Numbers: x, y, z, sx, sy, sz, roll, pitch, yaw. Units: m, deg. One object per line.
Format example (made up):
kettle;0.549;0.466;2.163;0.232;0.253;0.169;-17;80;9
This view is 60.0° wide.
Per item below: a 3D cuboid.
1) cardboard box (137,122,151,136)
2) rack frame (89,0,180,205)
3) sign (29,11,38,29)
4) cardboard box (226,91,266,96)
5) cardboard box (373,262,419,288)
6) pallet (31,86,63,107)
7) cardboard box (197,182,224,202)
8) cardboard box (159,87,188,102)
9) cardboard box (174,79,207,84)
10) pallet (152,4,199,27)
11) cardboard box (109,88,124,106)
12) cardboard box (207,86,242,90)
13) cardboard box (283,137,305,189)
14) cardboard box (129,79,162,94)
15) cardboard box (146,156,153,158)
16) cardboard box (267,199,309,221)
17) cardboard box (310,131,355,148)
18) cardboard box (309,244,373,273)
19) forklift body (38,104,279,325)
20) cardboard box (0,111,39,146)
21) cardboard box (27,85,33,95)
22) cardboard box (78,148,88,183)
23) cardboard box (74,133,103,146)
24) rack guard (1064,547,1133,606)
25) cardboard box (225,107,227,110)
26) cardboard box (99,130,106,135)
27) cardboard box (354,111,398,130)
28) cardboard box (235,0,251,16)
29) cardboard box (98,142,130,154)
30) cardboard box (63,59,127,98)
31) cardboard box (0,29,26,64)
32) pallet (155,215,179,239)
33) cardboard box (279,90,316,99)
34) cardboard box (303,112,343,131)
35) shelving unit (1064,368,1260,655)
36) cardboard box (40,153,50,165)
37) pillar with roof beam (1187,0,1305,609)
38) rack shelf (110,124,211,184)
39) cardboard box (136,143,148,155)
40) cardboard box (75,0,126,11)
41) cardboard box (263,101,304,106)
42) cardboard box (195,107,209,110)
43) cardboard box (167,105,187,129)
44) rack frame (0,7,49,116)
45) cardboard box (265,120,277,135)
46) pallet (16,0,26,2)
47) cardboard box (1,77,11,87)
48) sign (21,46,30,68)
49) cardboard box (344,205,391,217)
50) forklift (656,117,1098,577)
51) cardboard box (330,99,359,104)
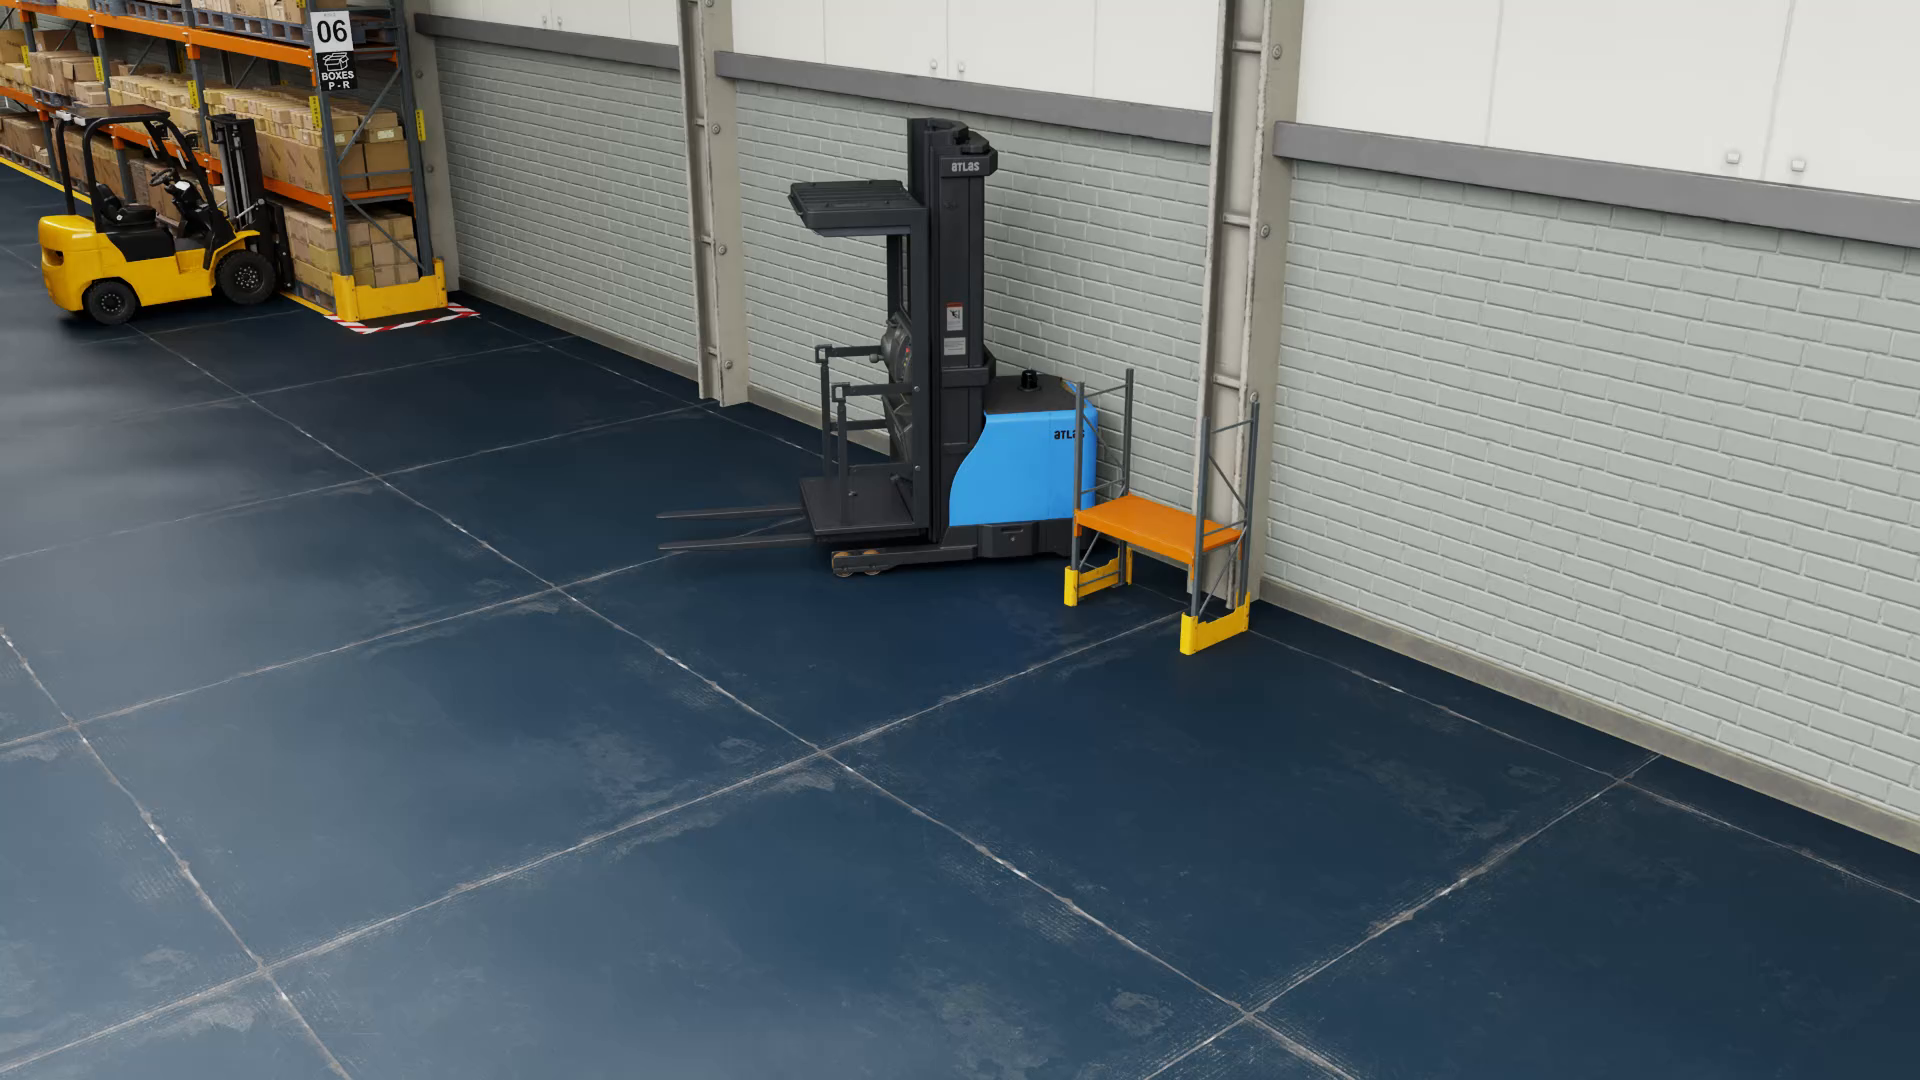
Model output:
cardboard box;-10.756;-5.622;22.431;0.500;0.250;0.500;-19;28;-39
rack frame;-11.527;-6.154;23.582;1.000;3.000;0.127;-17;27;-37
sign;-16.315;-9.177;29.280;0.100;0.325;0.005;-17;27;-37
cardboard box;-8.520;-5.258;19.861;0.380;0.149;0.250;-18;28;-38
cardboard box;-6.477;-3.041;18.829;0.500;0.250;0.500;-17;27;-37
pallet;-13.699;-6.923;25.809;1.003;0.211;1.213;-17;27;-37
cardboard box;-9.265;-4.280;21.478;0.875;0.625;0.625;-16;26;-35
cardboard box;-10.164;-5.785;21.614;0.380;0.149;0.250;-17;27;-37
cardboard box;-10.458;-6.187;22.640;0.380;0.149;0.250;-18;27;-38
pallet;-9.502;-6.597;20.863;0.805;0.209;1.217;-19;28;-39
cardboard box;-11.441;-6.130;23.042;0.500;0.250;0.500;-17;27;-37
cardboard box;-9.606;-5.842;21.759;0.380;0.149;0.250;-17;27;-37
cardboard box;-7.157;-4.209;18.480;0.500;0.500;0.500;-16;27;-36
cardboard box;-10.999;-6.137;22.512;0.380;0.149;0.250;-17;27;-37
cardboard box;-11.590;-5.368;24.429;0.500;0.500;0.500;-16;27;-36
cardboard box;-7.842;-3.796;19.385;0.500;0.250;0.500;-18;28;-38
cardboard box;-6.743;-4.321;17.877;0.380;0.149;0.250;-17;27;-37
cardboard box;-6.859;-3.151;18.426;0.500;0.250;0.500;-18;28;-38
forklift body;-8.925;-3.638;18.323;2.313;2.155;1.214;-17;27;-37
cardboard box;-16.421;-7.206;29.115;0.797;0.503;0.637;-19;28;-39
cardboard box;-14.724;-7.237;26.692;0.380;0.149;0.250;-17;27;-36
cardboard box;-12.981;-5.675;25.211;0.500;0.500;0.500;-19;28;-39
cardboard box;-13.366;-6.153;25.543;0.380;0.149;0.250;-18;27;-38
rack guard;0.922;0.238;11.033;0.587;0.250;0.087;-18;28;-39
cardboard box;-8.546;-5.110;19.891;0.380;0.149;0.250;-18;27;-38
cardboard box;-13.338;-6.423;26.232;0.380;0.149;0.250;-17;27;-37
cardboard box;-6.362;-4.574;18.115;0.380;0.149;0.250;-18;28;-38
cardboard box;-7.724;-6.172;18.662;0.797;0.503;0.637;-16;27;-36
cardboard box;-12.519;-5.798;24.638;0.380;0.149;0.250;-16;27;-36
cardboard box;-12.733;-6.804;24.526;0.797;0.503;0.637;-18;28;-39
cardboard box;-15.677;-8.178;27.520;0.500;0.500;0.500;-17;27;-36
pallet;-10.227;-4.282;22.626;1.003;0.211;1.213;-17;27;-37
cardboard box;-7.953;-5.316;20.009;0.380;0.149;0.250;-18;28;-38
cardboard box;-6.883;-4.540;18.028;0.380;0.149;0.250;-17;27;-37
shelving unit;1.256;-0.209;10.461;0.587;1.500;1.083;-18;28;-39
cardboard box;-14.724;-6.211;27.062;0.380;0.149;0.250;-18;28;-39
pillar with roof beam;-1.505;-2.803;6.803;9.100;9.000;0.400;-17;27;-37
rack shelf;-10.221;-5.266;22.303;1.077;0.370;4.000;-17;27;-37
cardboard box;-12.007;-5.835;24.731;0.380;0.149;0.250;-17;27;-37
cardboard box;-12.046;-7.565;23.277;0.500;0.250;0.500;-19;28;-39
cardboard box;-7.704;-4.902;18.951;0.380;0.149;0.250;-17;27;-37
cardboard box;-9.307;-5.439;20.730;0.380;0.149;0.250;-16;27;-36
cardboard box;-9.771;-5.427;21.246;0.500;0.250;0.500;-18;28;-39
rack frame;-16.749;-8.364;29.225;1.000;3.000;0.127;-17;27;-37
cardboard box;-7.599;-4.670;18.767;0.380;0.149;0.250;-17;27;-37
pallet;-13.765;-8.371;25.388;1.213;0.211;1.003;-17;27;-37
cardboard box;-15.752;-7.655;27.760;0.380;0.149;0.250;-17;27;-36
sign;-14.544;-7.531;25.911;0.100;0.325;0.005;-17;27;-37
cardboard box;-6.804;-3.639;18.986;0.500;0.250;0.500;-17;27;-37
forklift;-0.612;-1.322;11.341;3.031;2.935;1.130;-4;22;-10
cardboard box;-7.129;-4.959;19.097;0.380;0.149;0.250;-18;28;-39
